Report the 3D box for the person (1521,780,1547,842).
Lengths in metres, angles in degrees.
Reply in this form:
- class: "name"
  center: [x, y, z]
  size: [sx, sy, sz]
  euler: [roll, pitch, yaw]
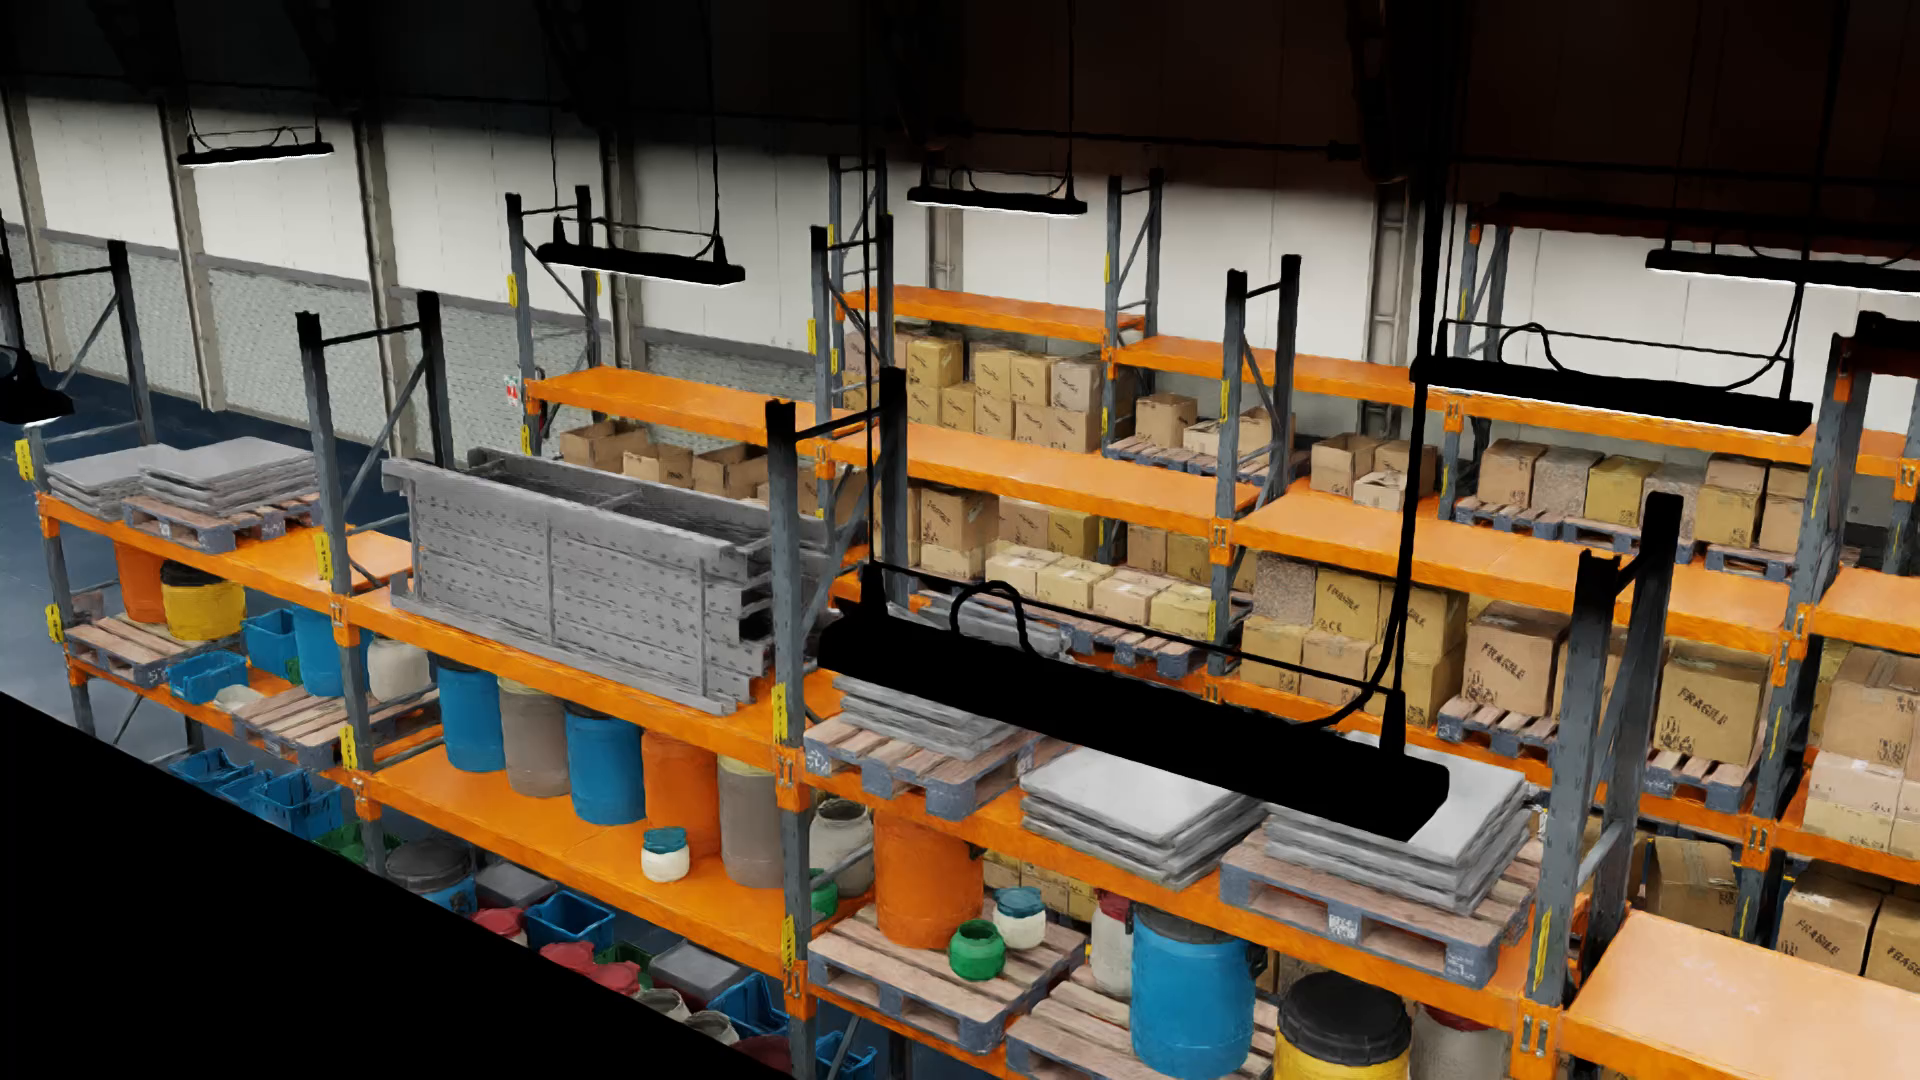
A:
- class: "person"
  center: [4.853, 2.805, 14.194]
  size: [0.526, 1.629, 0.592]
  euler: [12, 22, 32]
